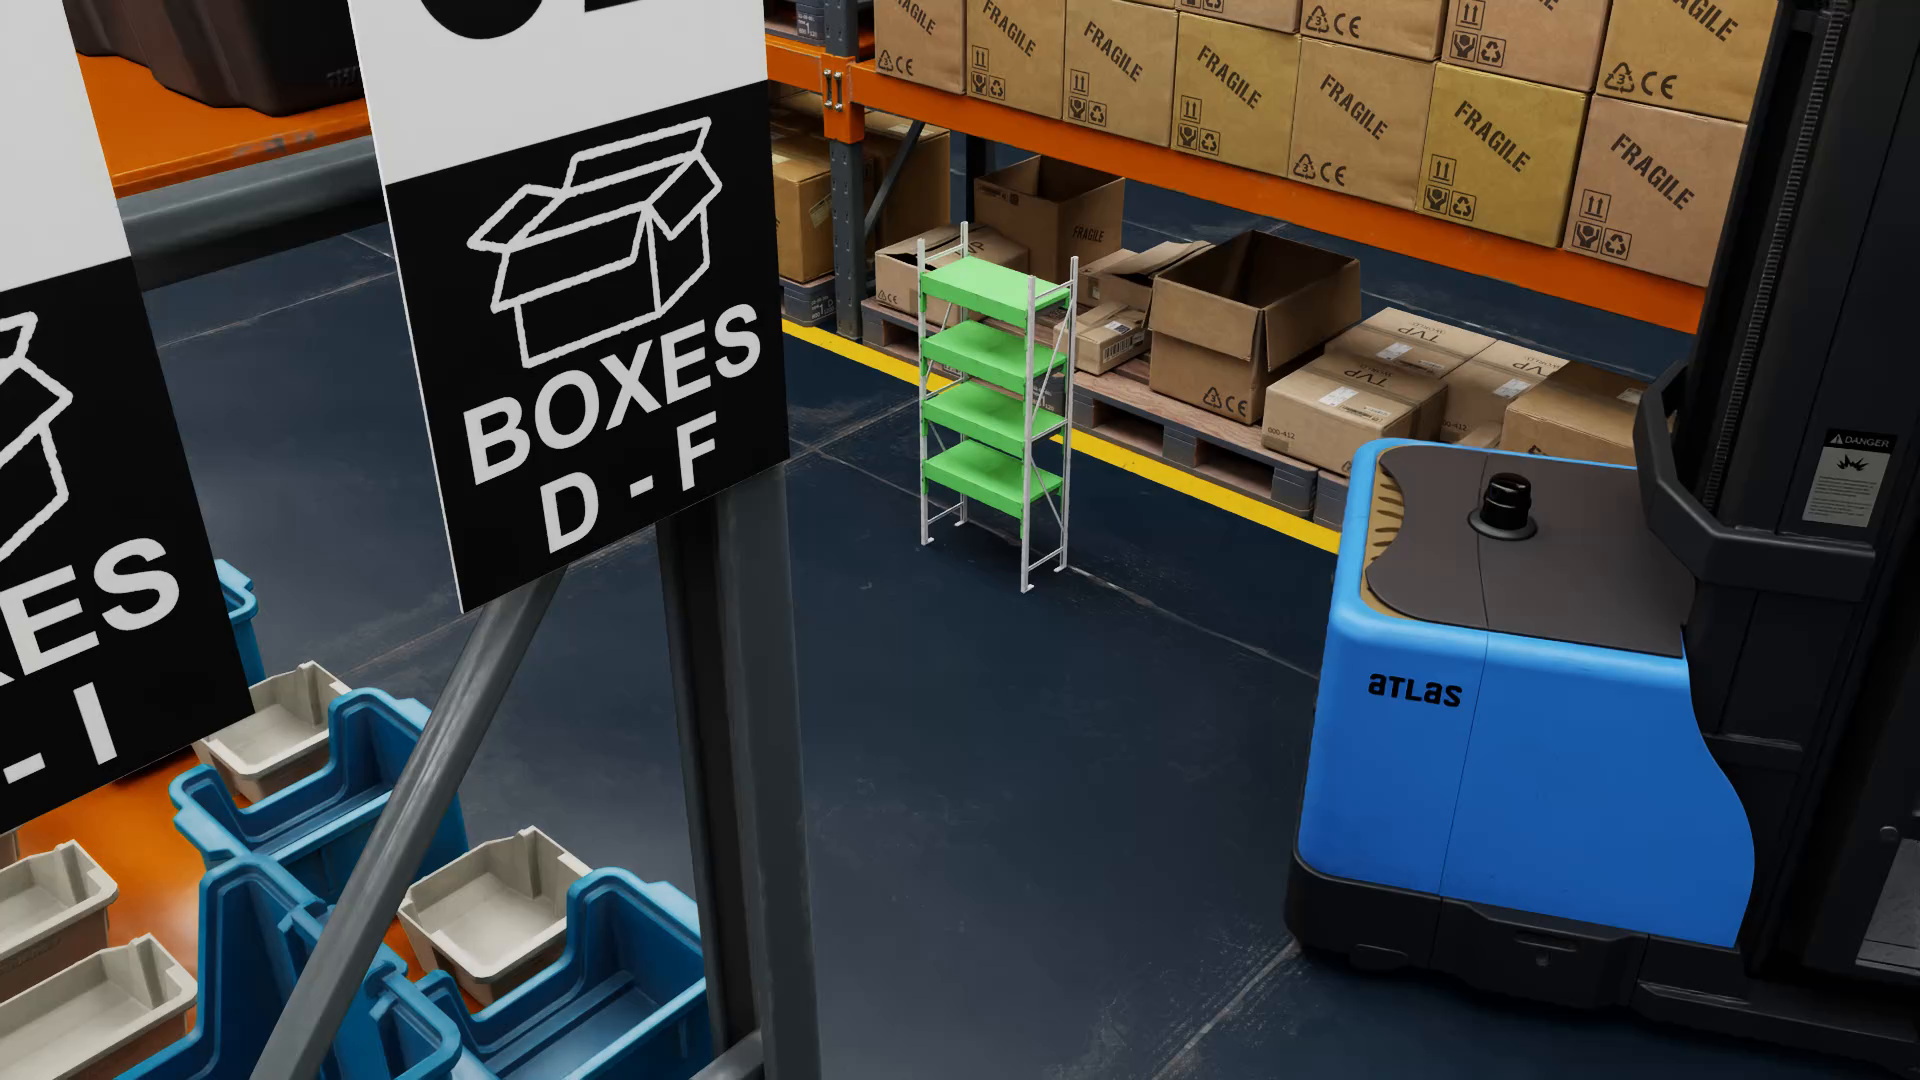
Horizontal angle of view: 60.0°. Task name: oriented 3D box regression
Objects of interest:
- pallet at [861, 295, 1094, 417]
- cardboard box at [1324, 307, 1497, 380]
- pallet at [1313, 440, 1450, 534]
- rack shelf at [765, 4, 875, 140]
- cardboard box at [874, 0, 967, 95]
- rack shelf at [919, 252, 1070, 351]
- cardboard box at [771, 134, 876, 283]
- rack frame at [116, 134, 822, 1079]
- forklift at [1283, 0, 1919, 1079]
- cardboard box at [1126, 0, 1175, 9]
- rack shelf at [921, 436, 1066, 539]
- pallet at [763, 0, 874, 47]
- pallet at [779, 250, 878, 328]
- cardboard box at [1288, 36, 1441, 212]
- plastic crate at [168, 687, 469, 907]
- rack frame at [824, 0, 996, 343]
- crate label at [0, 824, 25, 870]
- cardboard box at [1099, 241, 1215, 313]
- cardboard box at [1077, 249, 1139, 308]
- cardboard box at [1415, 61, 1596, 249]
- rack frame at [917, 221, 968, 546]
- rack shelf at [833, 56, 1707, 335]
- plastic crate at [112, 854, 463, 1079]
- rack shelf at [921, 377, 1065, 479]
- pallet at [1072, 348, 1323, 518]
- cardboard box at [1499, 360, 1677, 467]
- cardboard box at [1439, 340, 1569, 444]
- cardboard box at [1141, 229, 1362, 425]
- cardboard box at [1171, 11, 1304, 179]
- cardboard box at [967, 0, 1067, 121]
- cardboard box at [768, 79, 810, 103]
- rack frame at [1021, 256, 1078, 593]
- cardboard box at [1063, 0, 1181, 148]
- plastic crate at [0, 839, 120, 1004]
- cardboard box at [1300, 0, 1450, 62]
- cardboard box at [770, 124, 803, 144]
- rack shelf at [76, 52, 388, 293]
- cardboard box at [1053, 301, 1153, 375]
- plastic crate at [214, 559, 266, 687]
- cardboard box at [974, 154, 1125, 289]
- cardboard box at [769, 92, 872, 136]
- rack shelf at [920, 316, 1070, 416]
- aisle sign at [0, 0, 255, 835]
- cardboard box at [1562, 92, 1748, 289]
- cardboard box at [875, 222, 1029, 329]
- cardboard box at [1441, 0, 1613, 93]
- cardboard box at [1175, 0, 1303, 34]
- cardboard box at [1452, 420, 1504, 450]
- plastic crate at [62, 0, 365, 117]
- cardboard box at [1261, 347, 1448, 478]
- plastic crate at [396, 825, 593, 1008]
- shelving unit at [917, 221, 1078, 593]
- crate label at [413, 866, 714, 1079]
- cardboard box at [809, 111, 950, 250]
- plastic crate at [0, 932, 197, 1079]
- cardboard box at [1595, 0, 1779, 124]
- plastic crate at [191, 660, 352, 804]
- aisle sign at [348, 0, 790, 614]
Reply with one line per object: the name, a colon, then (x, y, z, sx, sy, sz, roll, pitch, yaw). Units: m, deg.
pallet: (0.307, -0.989, 7.689, 1.213, 0.211, 1.003, 25, 39, 35)
cardboard box: (1.810, -0.691, 6.729, 0.500, 0.250, 0.500, 25, 39, 35)
pallet: (2.116, -0.145, 6.286, 1.213, 0.211, 1.003, 25, 39, 35)
rack shelf: (-1.684, -2.806, 8.701, 4.000, 0.370, 1.077, 25, 39, 35)
cardboard box: (-0.006, -2.185, 6.873, 0.500, 0.500, 0.500, 26, 40, 36)
rack shelf: (0.123, -0.813, 5.631, 0.480, 0.148, 0.258, 25, 39, 35)
cardboard box: (-0.760, -1.601, 7.998, 0.500, 0.500, 0.500, 25, 39, 35)
rack frame: (-0.565, 0.856, 1.919, 0.053, 2.616, 0.949, 25, 39, 35)
forklift: (2.438, -0.195, 3.733, 3.031, 2.935, 1.130, 8, 32, 13)
cardboard box: (0.723, -2.266, 6.040, 0.500, 0.500, 0.500, 24, 38, 34)
rack shelf: (0.123, -0.196, 6.002, 0.480, 0.148, 0.258, 25, 39, 35)
pallet: (-0.721, -2.658, 7.944, 1.213, 0.211, 1.003, 25, 39, 35)
pallet: (-0.830, -1.495, 8.528, 1.213, 0.211, 1.003, 25, 39, 35)
cardboard box: (1.496, -1.485, 5.711, 0.500, 0.500, 0.500, 25, 39, 35)
plastic crate: (-1.013, 0.462, 2.679, 0.300, 0.233, 0.416, 25, 39, 35)
rack frame: (-0.202, -2.422, 7.365, 0.127, 3.000, 1.000, 25, 39, 35)
crate label: (-1.717, 0.536, 2.648, 0.243, 0.136, 0.396, 25, 39, 35)
cardboard box: (0.967, -1.111, 7.367, 0.500, 0.311, 0.500, 25, 39, 35)
cardboard box: (0.730, -1.194, 7.662, 0.250, 0.149, 0.380, 25, 39, 35)
cardboard box: (1.863, -1.310, 5.421, 0.500, 0.500, 0.500, 25, 39, 35)
rack frame: (-0.058, -0.541, 5.986, 0.015, 1.200, 0.240, 25, 39, 35)
rack shelf: (1.281, -1.422, 6.401, 4.000, 0.370, 1.077, 25, 39, 35)
plastic crate: (-0.936, 0.770, 1.971, 0.499, 0.435, 0.616, 25, 39, 35)
rack shelf: (0.123, -0.402, 5.878, 0.480, 0.148, 0.258, 25, 39, 35)
pallet: (1.216, -0.567, 6.988, 1.213, 0.211, 1.003, 25, 39, 35)
cardboard box: (2.196, -0.249, 5.753, 0.500, 0.500, 0.500, 25, 39, 35)
cardboard box: (2.181, -0.518, 6.442, 0.500, 0.250, 0.500, 25, 39, 35)
cardboard box: (1.195, -0.893, 6.819, 0.637, 0.503, 0.797, 25, 39, 35)
cardboard box: (1.123, -1.659, 6.001, 0.500, 0.500, 0.500, 24, 39, 34)
cardboard box: (0.375, -2.009, 6.581, 0.500, 0.500, 0.500, 26, 40, 36)
cardboard box: (-1.138, -2.468, 8.711, 0.500, 0.250, 0.500, 25, 39, 35)
rack frame: (0.304, -0.372, 5.705, 0.015, 1.200, 0.240, 25, 39, 35)
cardboard box: (0.745, -1.835, 6.292, 0.500, 0.500, 0.500, 25, 39, 35)
plastic crate: (-1.494, 0.623, 2.504, 0.243, 0.136, 0.396, 25, 39, 35)
cardboard box: (1.487, -1.910, 5.448, 0.500, 0.500, 0.500, 26, 40, 36)
cardboard box: (-1.121, -1.775, 8.288, 0.500, 0.500, 0.500, 25, 39, 35)
rack shelf: (-2.045, -0.814, 2.483, 4.000, 0.370, 1.077, 25, 39, 35)
cardboard box: (0.613, -0.873, 7.113, 0.250, 0.166, 0.380, 25, 39, 35)
plastic crate: (-1.501, 0.234, 3.057, 0.300, 0.233, 0.416, 25, 39, 35)
cardboard box: (0.411, -1.451, 7.749, 0.500, 0.500, 0.500, 25, 39, 35)
cardboard box: (-0.800, -1.981, 8.629, 0.500, 0.500, 0.500, 26, 39, 36)
rack shelf: (0.123, -0.608, 5.755, 0.480, 0.148, 0.258, 25, 39, 35)
aisle sign: (-0.706, -0.122, 1.024, 0.004, 0.787, 0.394, 25, 39, 35)
cardboard box: (2.249, -1.132, 5.125, 0.500, 0.500, 0.500, 26, 40, 36)
cardboard box: (-0.035, -1.231, 7.567, 0.500, 0.311, 0.500, 25, 39, 35)
cardboard box: (1.875, -1.733, 5.153, 0.500, 0.500, 0.500, 26, 40, 36)
cardboard box: (1.106, -2.088, 5.744, 0.500, 0.500, 0.500, 26, 40, 36)
cardboard box: (1.956, -0.281, 6.129, 0.250, 0.166, 0.380, 25, 39, 35)
plastic crate: (-0.661, -0.614, 1.580, 0.590, 0.269, 0.497, 25, 39, 35)
cardboard box: (1.512, -0.483, 6.383, 0.500, 0.250, 0.500, 25, 39, 35)
plastic crate: (-0.707, 0.588, 2.562, 0.298, 0.136, 0.250, 25, 39, 35)
shelving unit: (0.123, -0.457, 5.845, 0.503, 1.200, 0.258, 25, 39, 35)
crate label: (-0.525, 0.690, 2.300, 0.303, 0.233, 0.416, 25, 39, 35)
cardboard box: (-0.397, -1.800, 8.329, 0.500, 0.500, 0.500, 23, 38, 33)
plastic crate: (-1.289, 0.729, 2.328, 0.243, 0.136, 0.396, 25, 39, 35)
cardboard box: (2.250, -1.558, 4.863, 0.500, 0.500, 0.500, 25, 39, 35)
plastic crate: (-1.210, 0.353, 2.952, 0.298, 0.136, 0.250, 25, 39, 35)
aisle sign: (-0.310, -0.347, 1.398, 0.004, 0.787, 0.394, 25, 39, 35)
